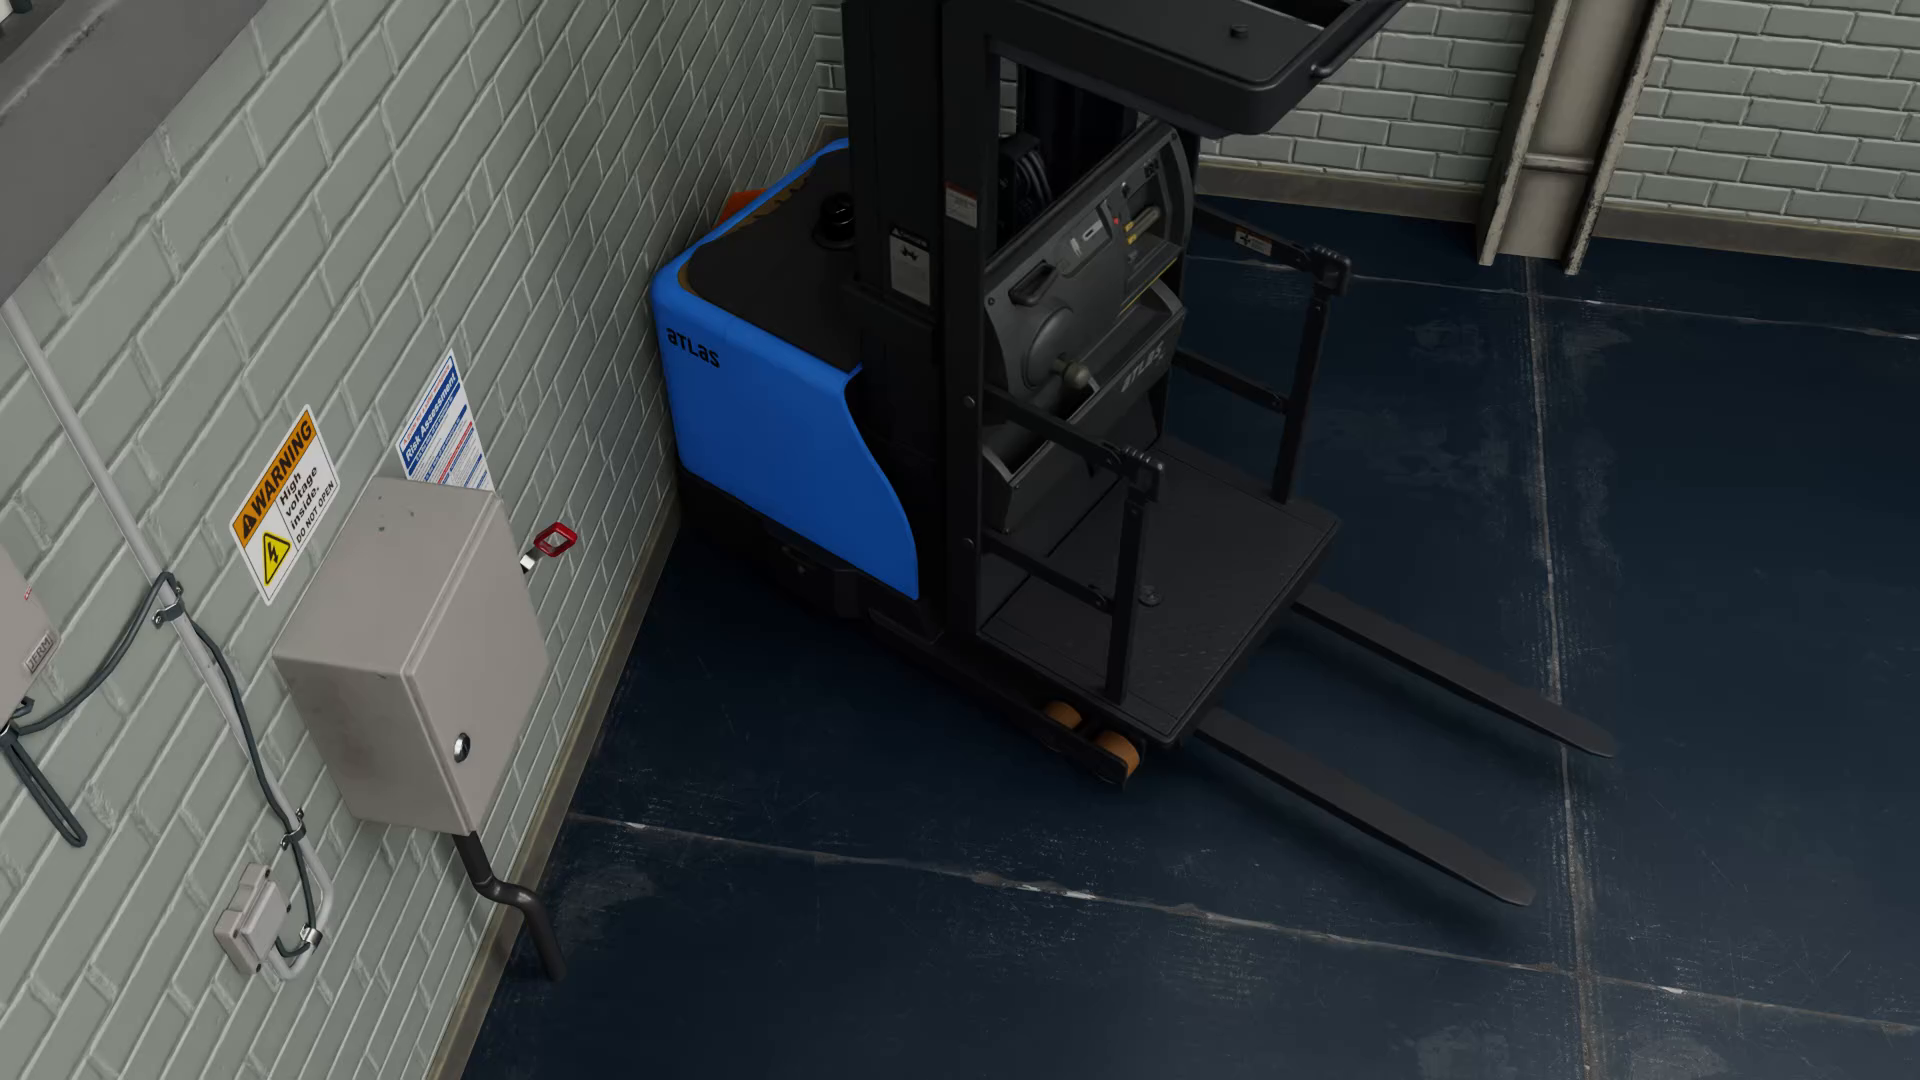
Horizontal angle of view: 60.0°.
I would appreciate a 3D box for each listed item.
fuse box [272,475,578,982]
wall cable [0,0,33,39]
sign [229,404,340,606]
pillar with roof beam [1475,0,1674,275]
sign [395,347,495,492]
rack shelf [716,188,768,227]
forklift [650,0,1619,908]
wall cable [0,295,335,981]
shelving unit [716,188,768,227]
[{"bbox_3d":[-1.096,0.624,4.039,0.414,1.711,0.539,8,49,7],"label":"fuse box"},{"bbox_3d":[-1.039,-2.708,2.108,0.133,3.039,2.988,8,49,7],"label":"wall cable"},{"bbox_3d":[-1.310,-0.070,3.241,0.001,0.242,0.339,8,49,7],"label":"sign"},{"bbox_3d":[1.560,-1.064,0.656,0.400,9.000,9.100,8,49,7],"label":"pillar with roof beam"},{"bbox_3d":[-1.212,-0.164,3.945,0.001,0.494,0.329,8,49,7],"label":"sign"},{"bbox_3d":[-0.772,-1.026,5.878,1.000,0.185,0.538,-9,45,-8],"label":"rack shelf"},{"bbox_3d":[0.530,-0.691,4.400,3.031,2.935,1.130,29,54,23],"label":"forklift"},{"bbox_3d":[-1.373,0.332,2.752,0.122,1.984,0.588,8,49,7],"label":"wall cable"},{"bbox_3d":[-0.783,-1.154,5.752,1.083,1.500,0.587,-9,45,-8],"label":"shelving unit"}]
